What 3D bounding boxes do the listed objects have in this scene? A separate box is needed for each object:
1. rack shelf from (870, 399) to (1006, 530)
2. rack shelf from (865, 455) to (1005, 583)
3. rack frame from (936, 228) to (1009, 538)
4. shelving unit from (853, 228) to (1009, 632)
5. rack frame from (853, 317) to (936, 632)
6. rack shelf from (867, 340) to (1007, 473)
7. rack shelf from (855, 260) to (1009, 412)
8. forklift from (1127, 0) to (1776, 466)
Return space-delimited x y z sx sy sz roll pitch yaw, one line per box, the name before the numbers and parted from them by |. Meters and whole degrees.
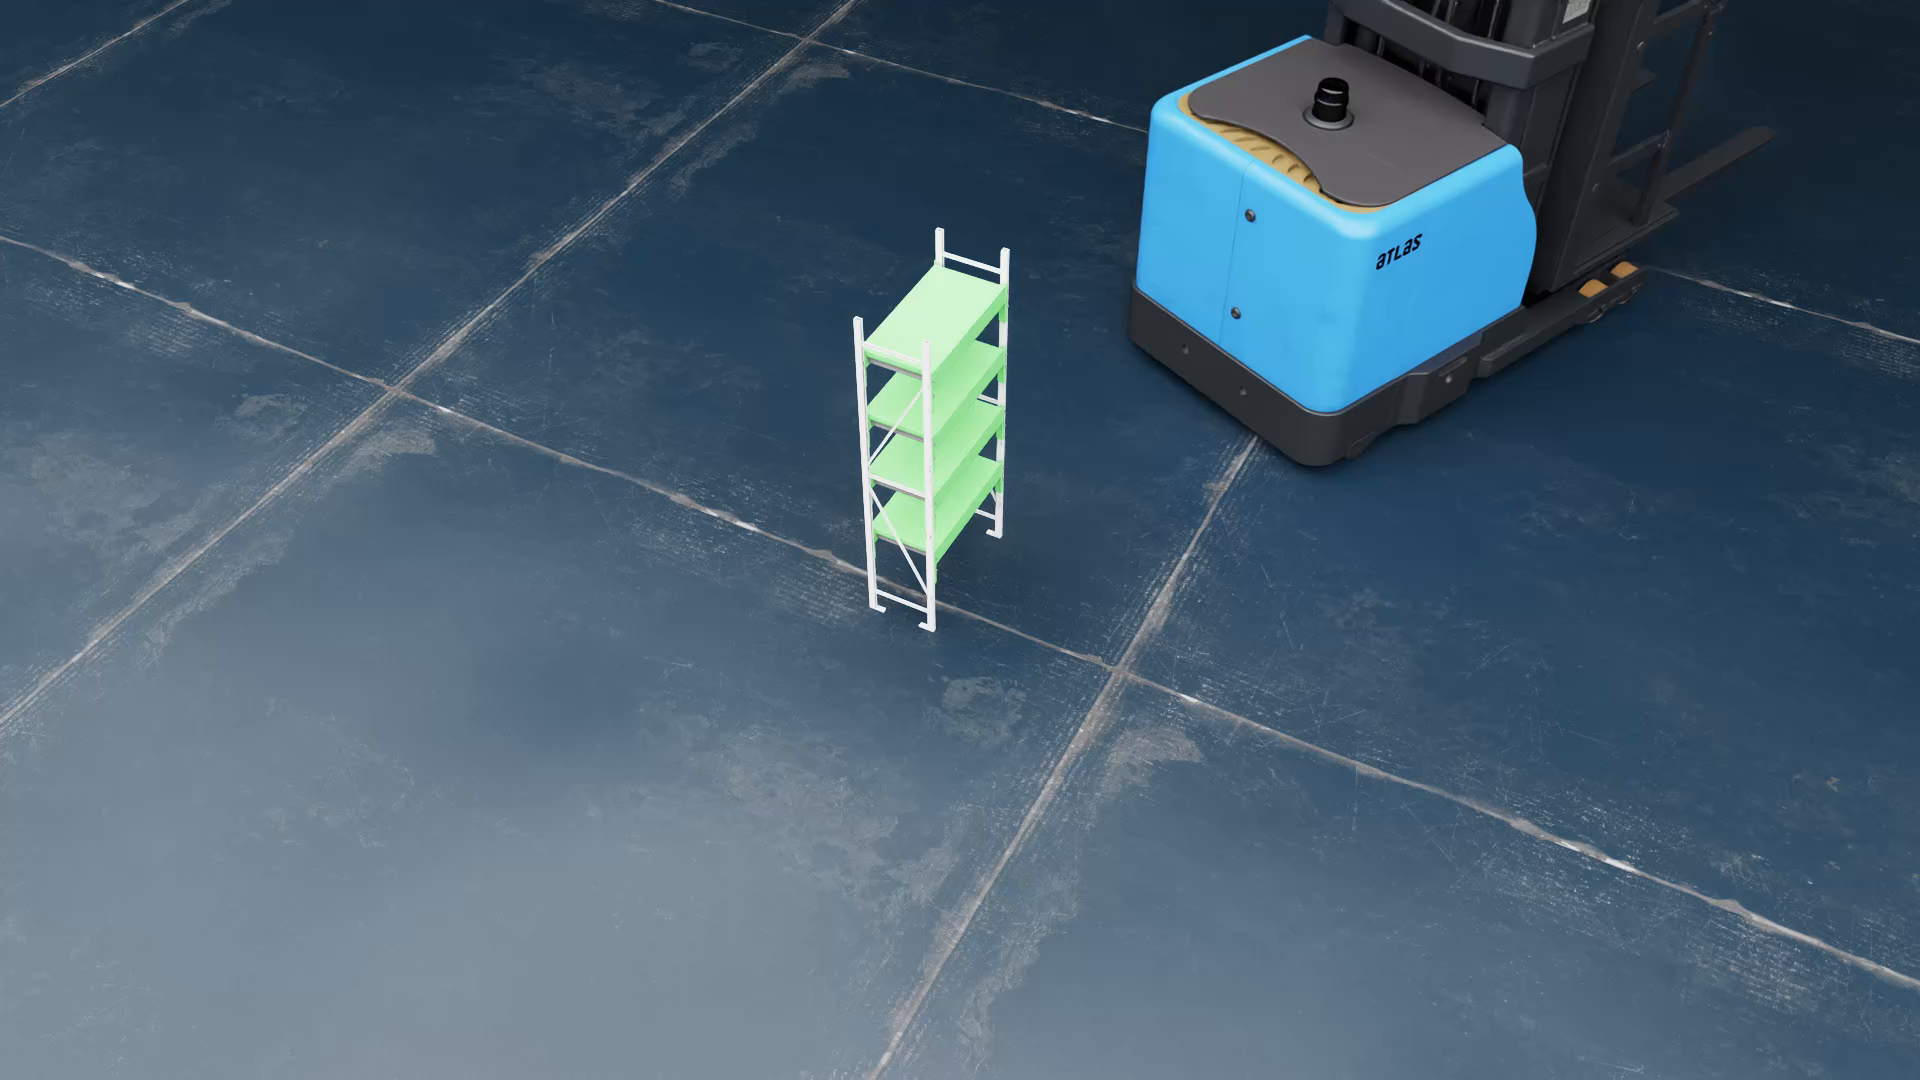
rack shelf | -0.077 -0.273 5.266 0.258 0.148 0.480 20 49 19
rack shelf | -0.077 -0.104 5.436 0.258 0.148 0.480 20 49 19
rack frame | 0.036 -0.471 5.372 0.240 1.200 0.015 20 49 19
shelving unit | -0.077 -0.317 5.220 0.258 1.200 0.503 20 49 19
rack frame | -0.190 -0.164 5.068 0.240 1.200 0.015 20 49 19
rack shelf | -0.077 -0.441 5.095 0.258 0.148 0.480 20 49 19
rack shelf | -0.077 -0.610 4.924 0.258 0.148 0.480 20 49 19
forklift | 2.123 -2.165 5.829 3.031 2.935 1.130 -29 52 -26
